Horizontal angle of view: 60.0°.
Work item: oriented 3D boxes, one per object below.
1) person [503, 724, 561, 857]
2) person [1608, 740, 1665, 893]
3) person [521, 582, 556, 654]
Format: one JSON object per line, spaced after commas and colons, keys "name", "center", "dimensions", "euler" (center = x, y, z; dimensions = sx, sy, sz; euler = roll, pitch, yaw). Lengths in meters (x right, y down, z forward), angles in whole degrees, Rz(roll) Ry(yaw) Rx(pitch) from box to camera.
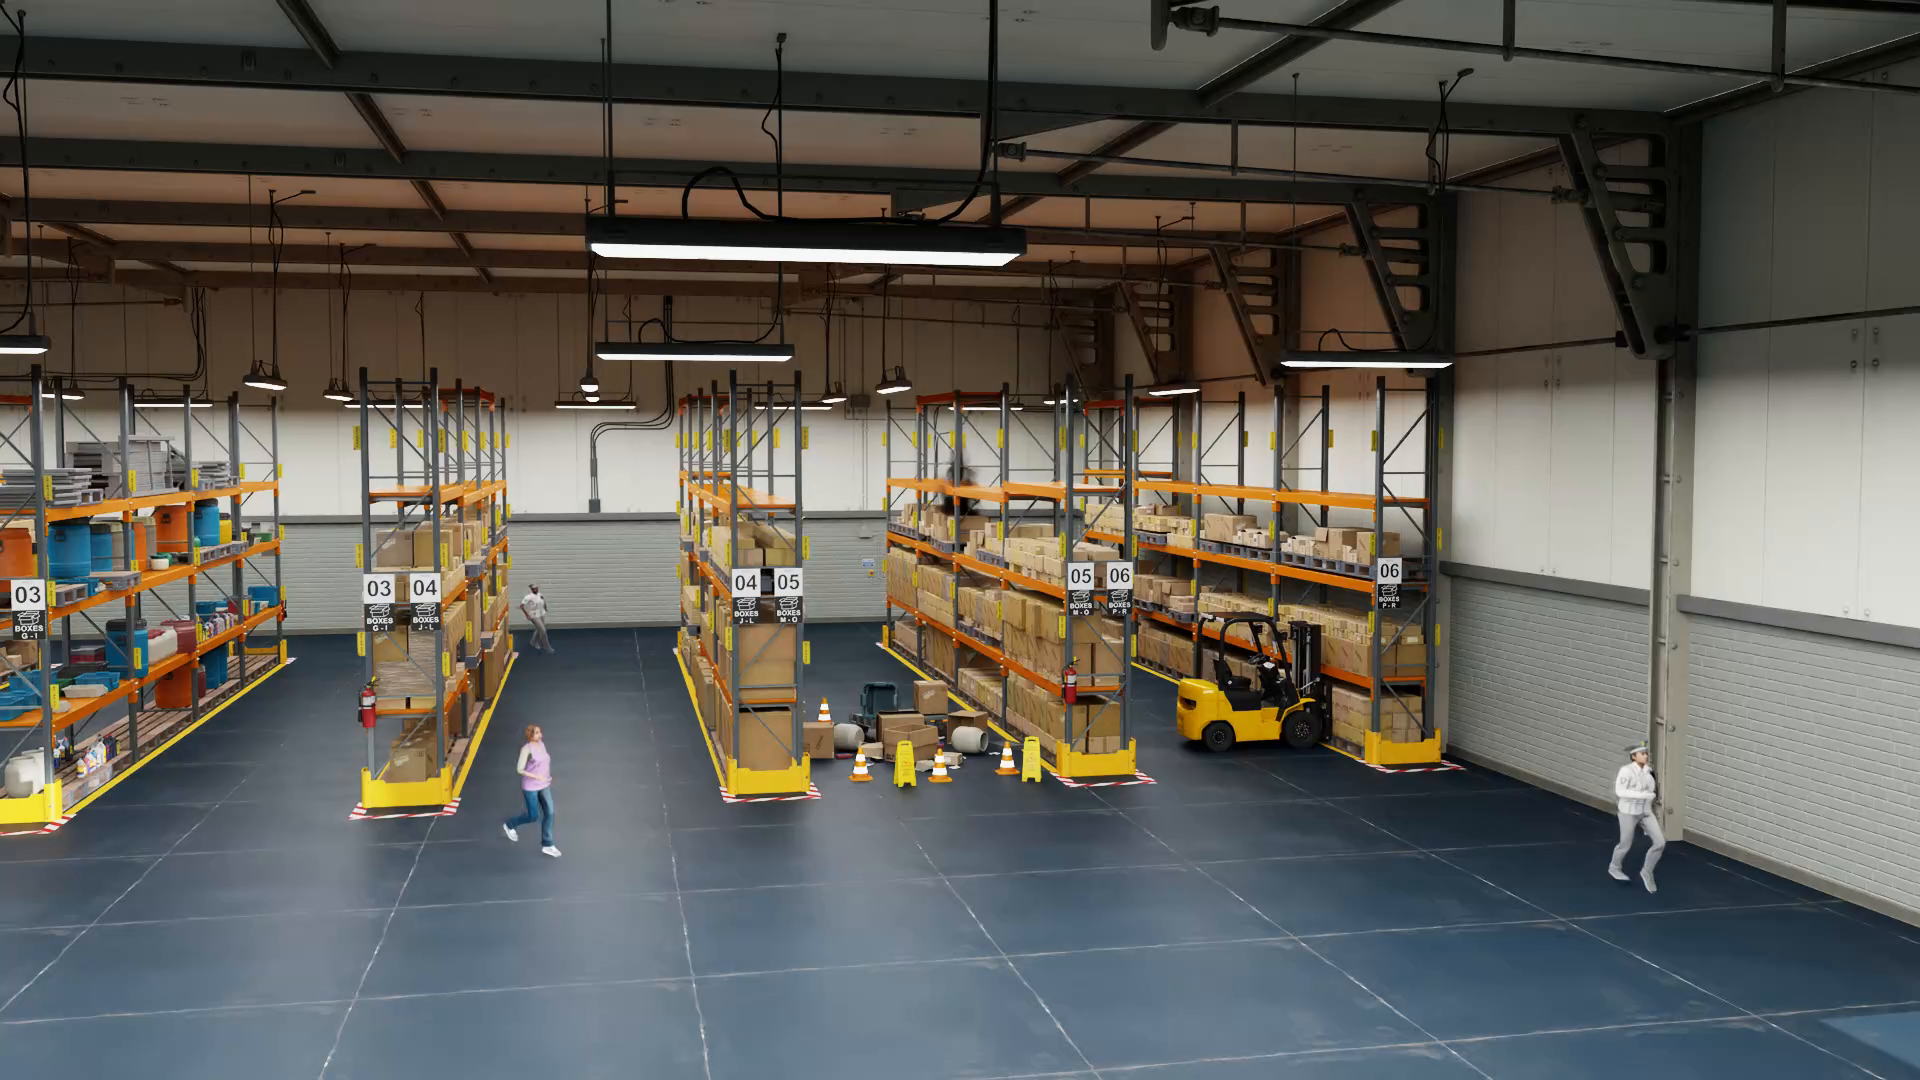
{"name": "person", "center": [-5.179, 3.018, 20.182], "dimensions": [0.834, 1.594, 0.551], "euler": [2, 4, 27]}
{"name": "person", "center": [7.518, 3.064, 18.555], "dimensions": [0.594, 1.714, 0.752], "euler": [-1, 4, -17]}
{"name": "person", "center": [-9.969, 1.828, 39.250], "dimensions": [0.893, 1.688, 0.663], "euler": [2, 4, 28]}
